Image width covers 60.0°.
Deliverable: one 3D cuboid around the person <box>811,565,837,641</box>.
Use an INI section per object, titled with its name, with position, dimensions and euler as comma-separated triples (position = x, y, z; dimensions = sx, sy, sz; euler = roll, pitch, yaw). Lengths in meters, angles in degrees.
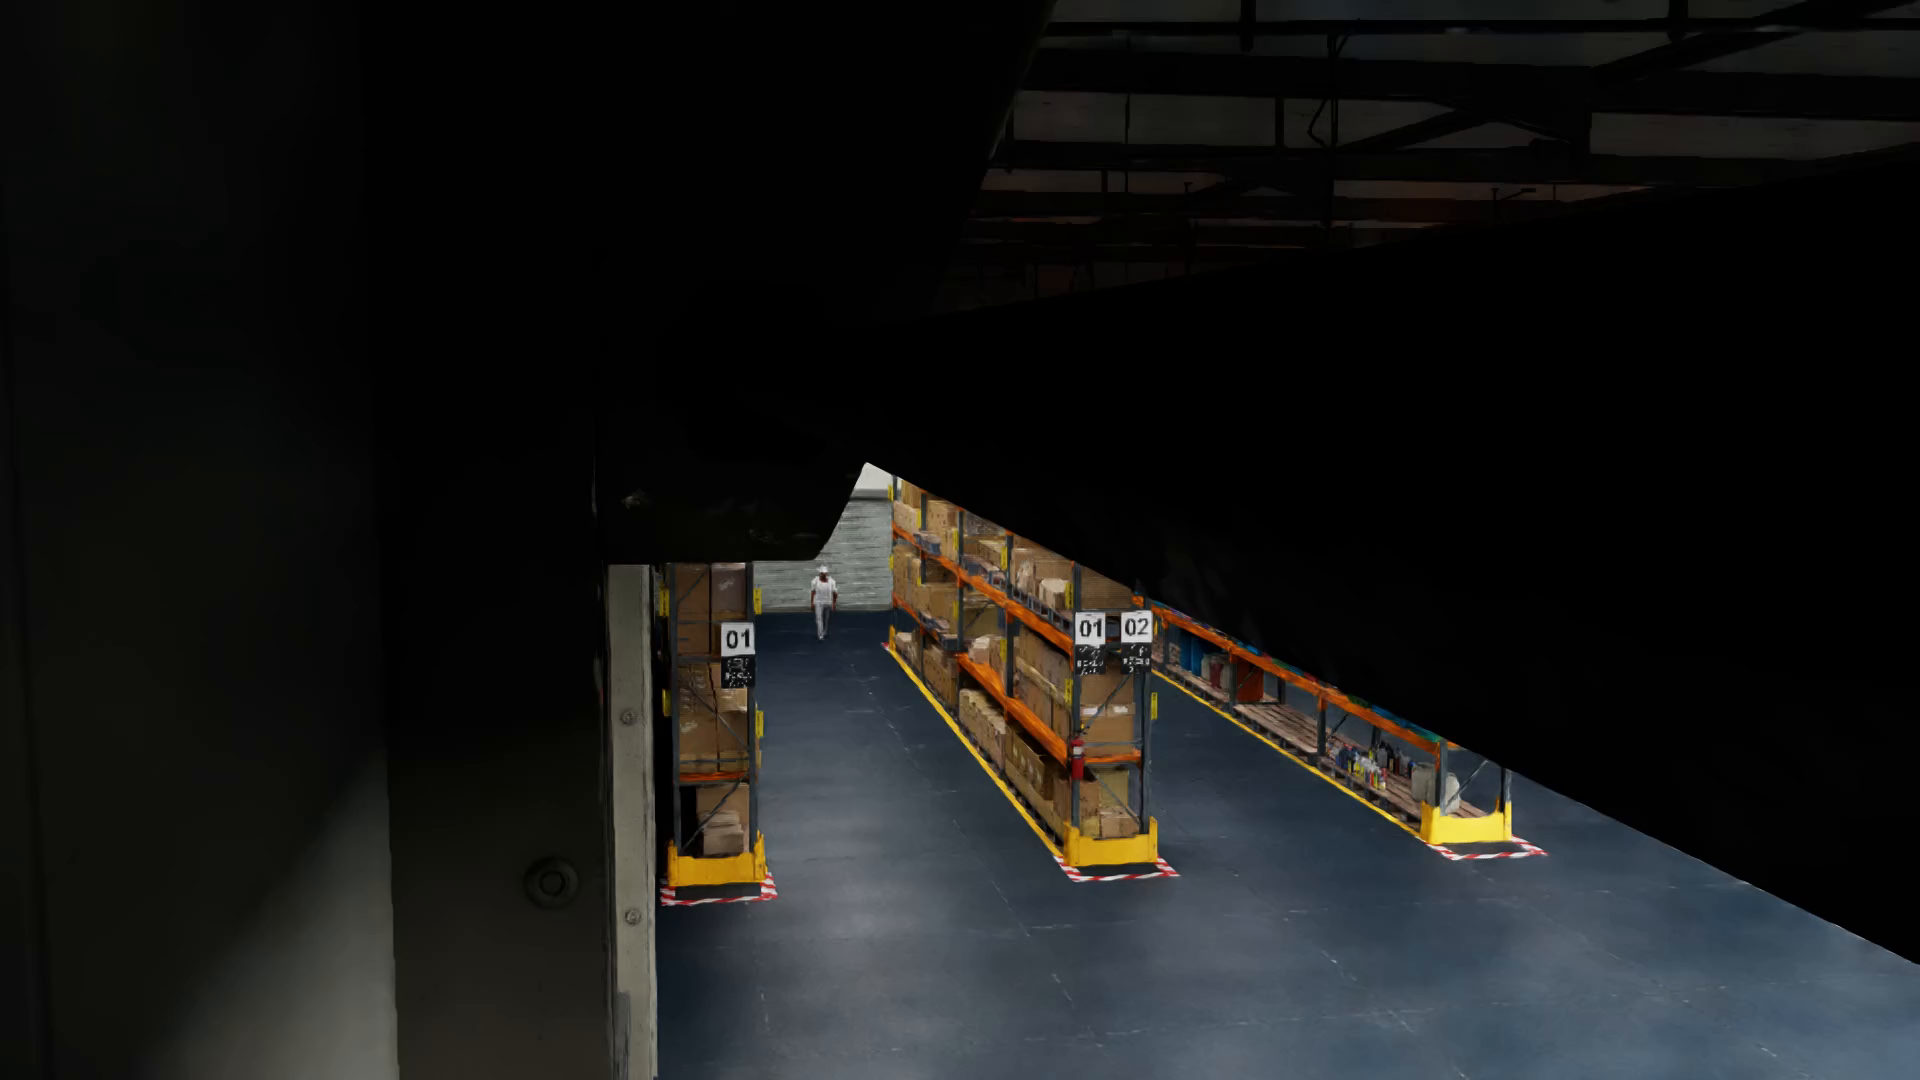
[person]
position = -3.077, 1.408, 37.694
dimensions = 0.575, 1.689, 1.128
euler = -1, 6, -13
